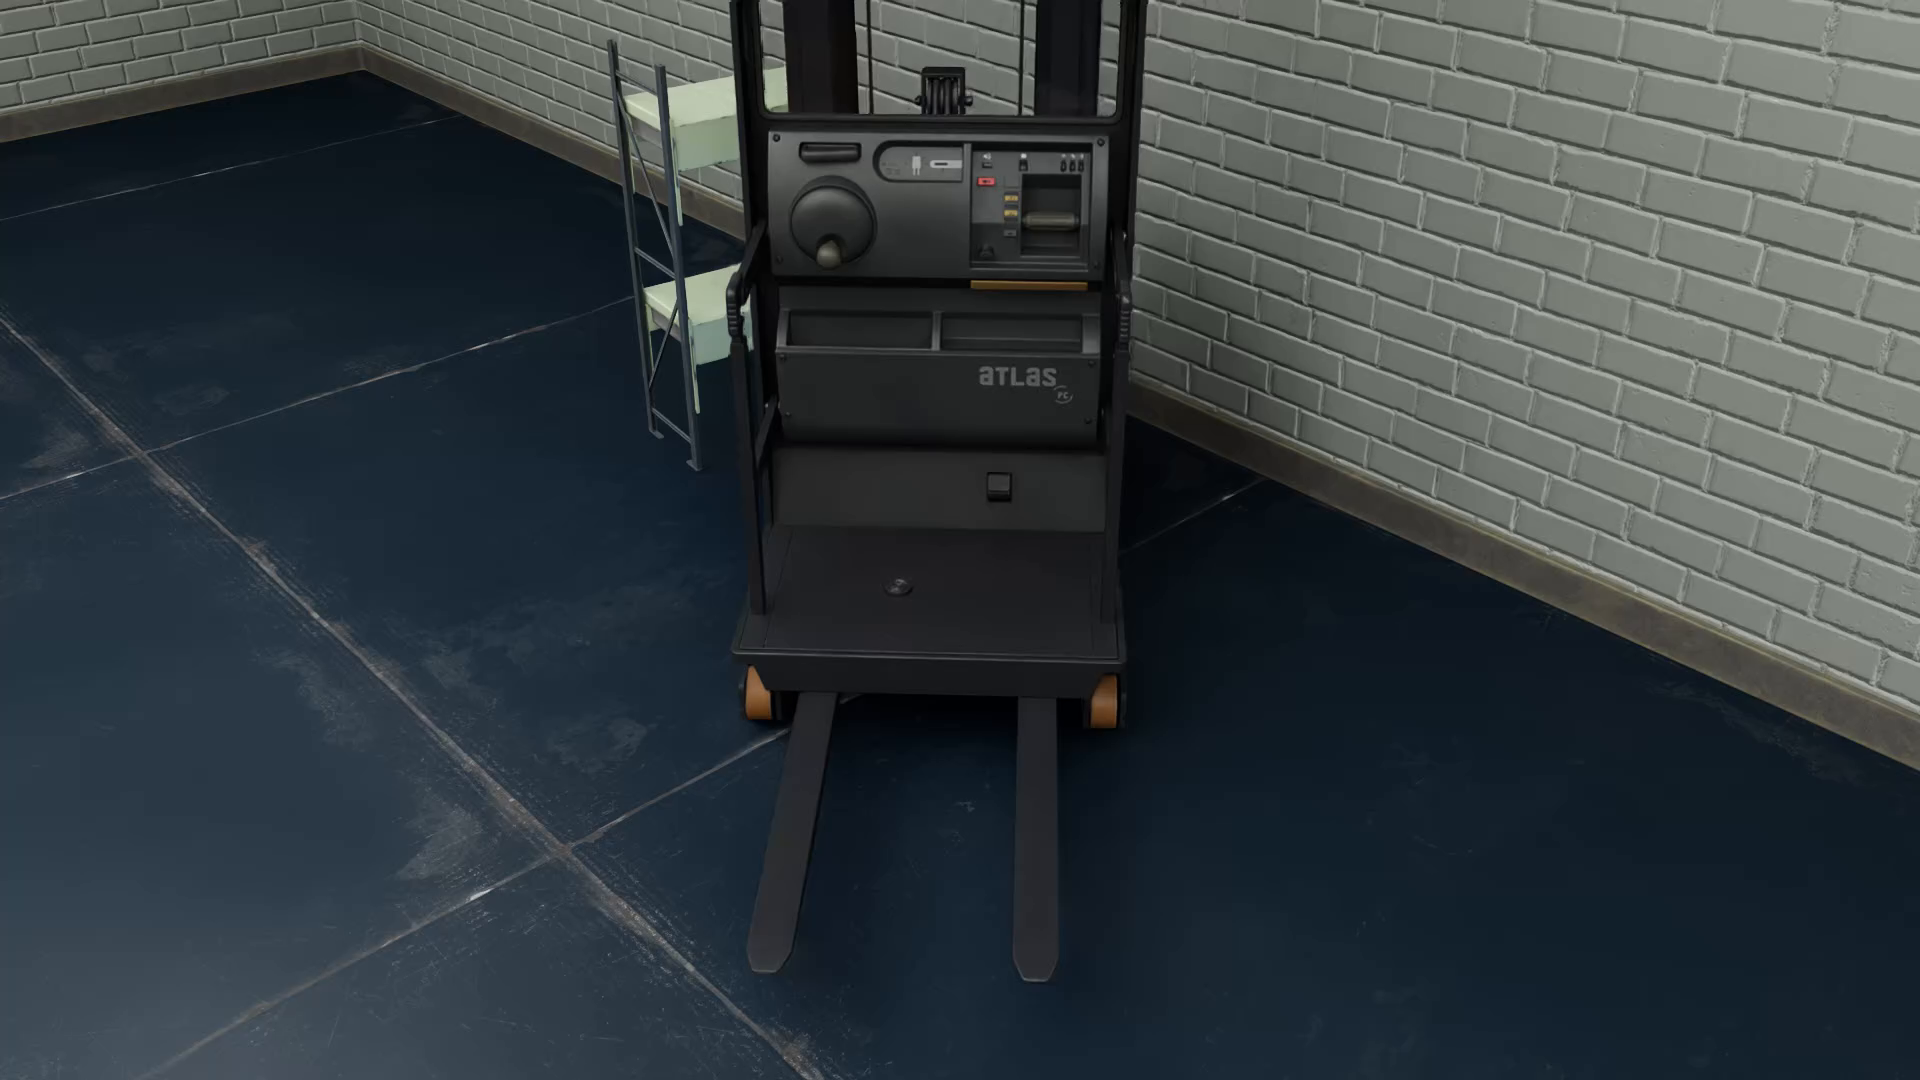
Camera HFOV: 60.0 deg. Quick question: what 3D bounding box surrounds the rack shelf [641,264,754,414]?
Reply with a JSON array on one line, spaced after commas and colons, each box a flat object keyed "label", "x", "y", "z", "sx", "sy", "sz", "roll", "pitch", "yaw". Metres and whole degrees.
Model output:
[{"label": "rack shelf", "x": -0.780, "y": -0.811, "z": 6.264, "sx": 0.720, "sy": 0.370, "sz": 0.431, "roll": -20, "pitch": 37, "yaw": -29}]

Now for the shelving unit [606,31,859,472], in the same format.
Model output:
[{"label": "shelving unit", "x": -0.780, "y": -1.089, "z": 6.094, "sx": 0.755, "sy": 1.500, "sz": 0.431, "roll": -20, "pitch": 37, "yaw": -29}]

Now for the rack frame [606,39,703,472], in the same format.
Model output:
[{"label": "rack frame", "x": -1.079, "y": -0.979, "z": 5.914, "sx": 0.023, "sy": 1.500, "sz": 0.400, "roll": -20, "pitch": 37, "yaw": -29}]

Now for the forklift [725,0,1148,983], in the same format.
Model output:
[{"label": "forklift", "x": -0.068, "y": -0.871, "z": 4.365, "sx": 1.130, "sy": 2.935, "sz": 3.031, "roll": 1, "pitch": 31, "yaw": 2}]

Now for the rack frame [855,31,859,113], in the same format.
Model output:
[{"label": "rack frame", "x": -0.481, "y": -1.199, "z": 6.274, "sx": 0.023, "sy": 1.500, "sz": 0.400, "roll": -20, "pitch": 37, "yaw": -29}]

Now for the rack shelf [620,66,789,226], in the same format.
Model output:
[{"label": "rack shelf", "x": -0.780, "y": -1.422, "z": 5.890, "sx": 0.720, "sy": 0.370, "sz": 0.431, "roll": -20, "pitch": 37, "yaw": -29}]
